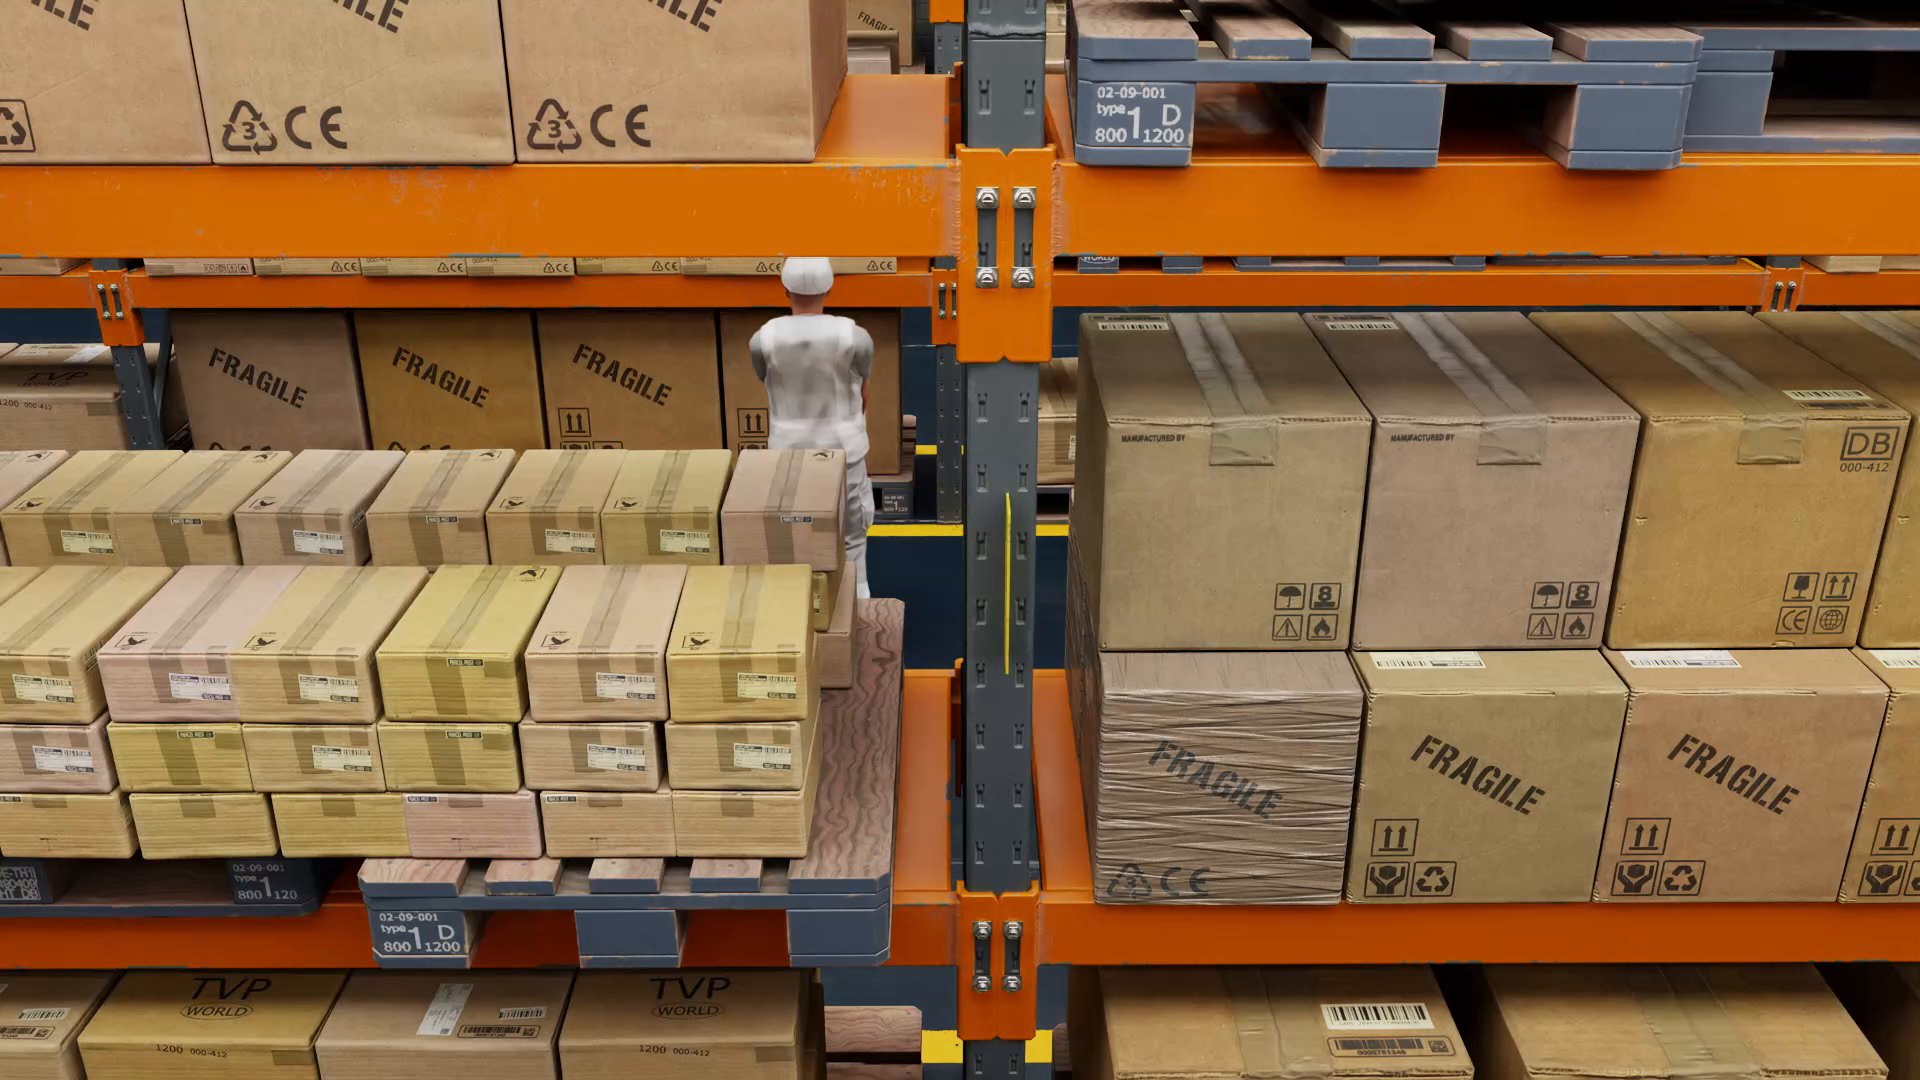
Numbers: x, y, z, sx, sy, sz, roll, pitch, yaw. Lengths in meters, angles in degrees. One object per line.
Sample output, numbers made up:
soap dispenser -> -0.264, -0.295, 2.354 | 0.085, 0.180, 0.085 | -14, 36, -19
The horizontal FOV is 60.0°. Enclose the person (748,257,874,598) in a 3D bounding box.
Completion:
person -> -0.592, -0.371, 6.914 | 0.494, 1.783, 0.558 | 0, 24, 1
